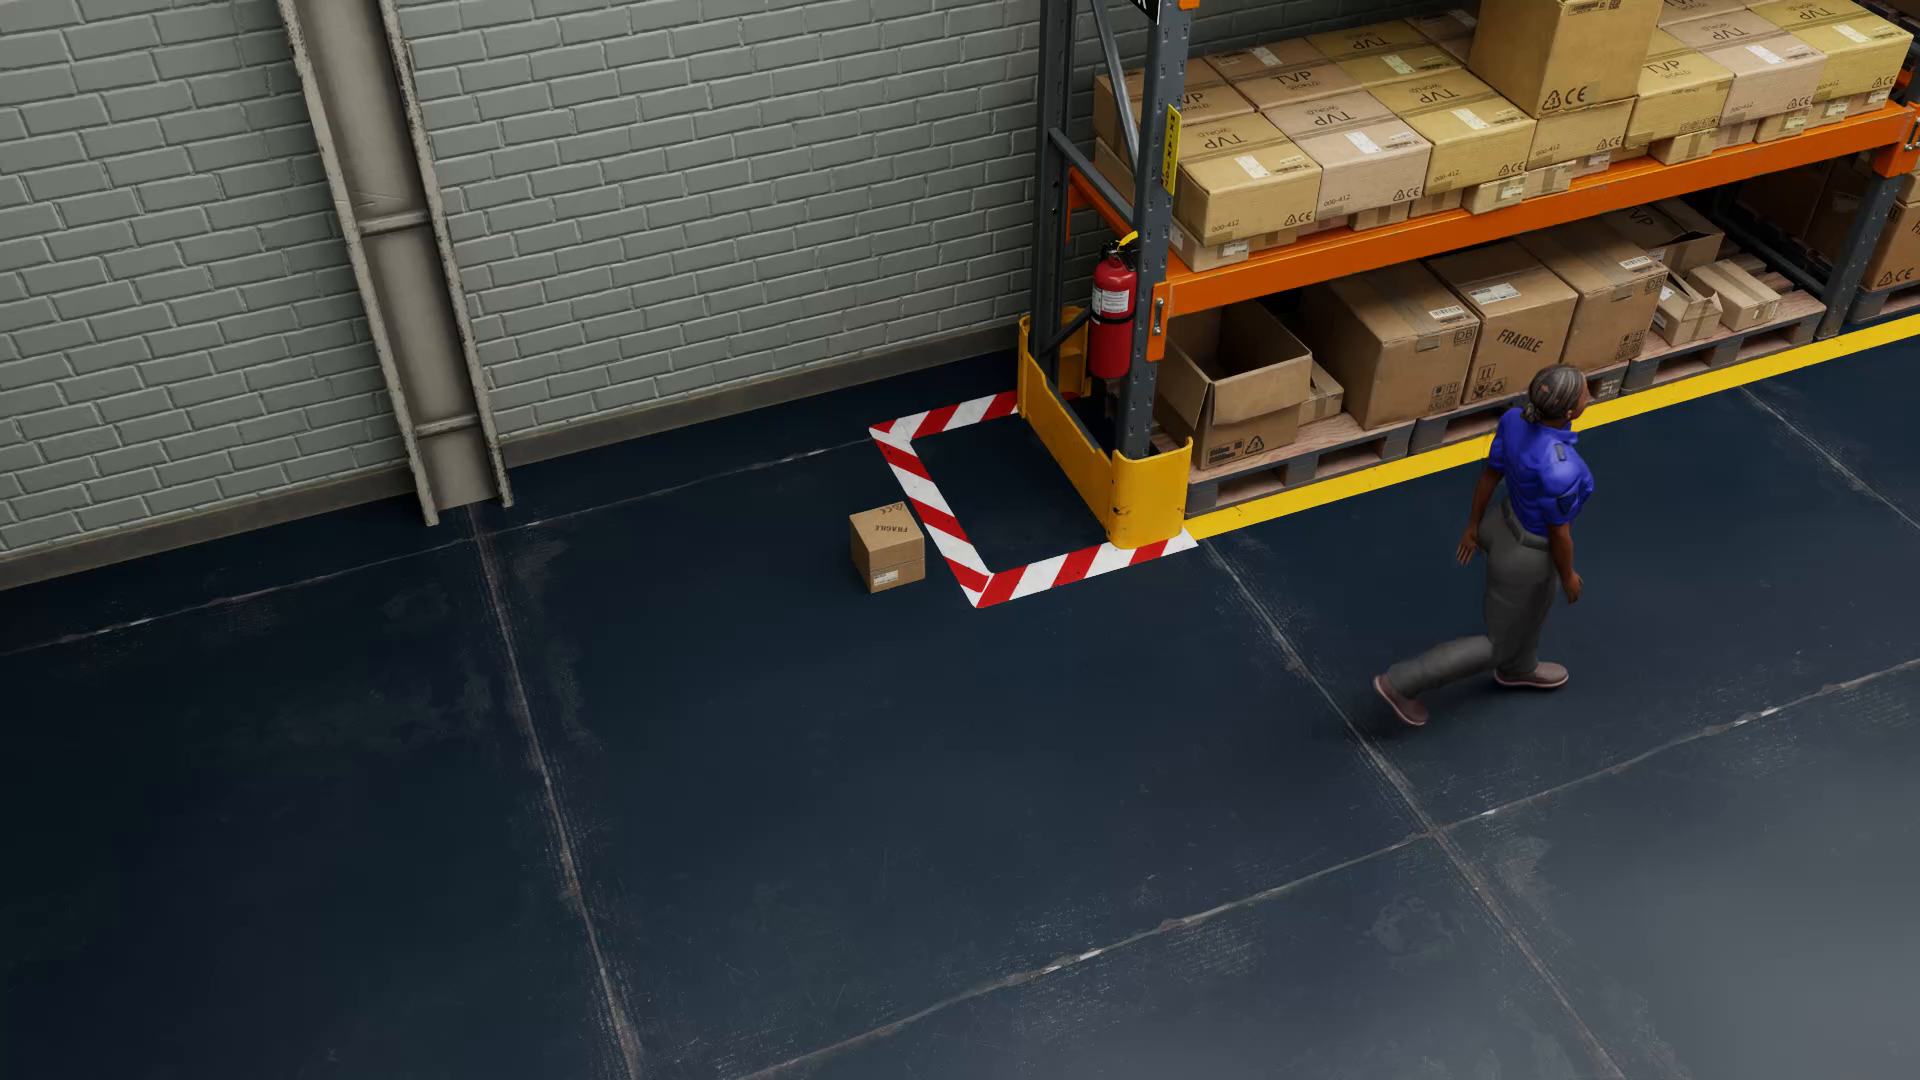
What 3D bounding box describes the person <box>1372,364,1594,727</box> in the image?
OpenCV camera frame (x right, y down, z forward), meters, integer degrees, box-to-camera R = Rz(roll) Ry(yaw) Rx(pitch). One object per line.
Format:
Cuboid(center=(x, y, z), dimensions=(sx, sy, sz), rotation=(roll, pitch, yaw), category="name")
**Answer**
Cuboid(center=(2.019, 0.028, 6.116), dimensions=(0.881, 1.616, 0.425), rotation=(-3, 42, -3), category="person")
